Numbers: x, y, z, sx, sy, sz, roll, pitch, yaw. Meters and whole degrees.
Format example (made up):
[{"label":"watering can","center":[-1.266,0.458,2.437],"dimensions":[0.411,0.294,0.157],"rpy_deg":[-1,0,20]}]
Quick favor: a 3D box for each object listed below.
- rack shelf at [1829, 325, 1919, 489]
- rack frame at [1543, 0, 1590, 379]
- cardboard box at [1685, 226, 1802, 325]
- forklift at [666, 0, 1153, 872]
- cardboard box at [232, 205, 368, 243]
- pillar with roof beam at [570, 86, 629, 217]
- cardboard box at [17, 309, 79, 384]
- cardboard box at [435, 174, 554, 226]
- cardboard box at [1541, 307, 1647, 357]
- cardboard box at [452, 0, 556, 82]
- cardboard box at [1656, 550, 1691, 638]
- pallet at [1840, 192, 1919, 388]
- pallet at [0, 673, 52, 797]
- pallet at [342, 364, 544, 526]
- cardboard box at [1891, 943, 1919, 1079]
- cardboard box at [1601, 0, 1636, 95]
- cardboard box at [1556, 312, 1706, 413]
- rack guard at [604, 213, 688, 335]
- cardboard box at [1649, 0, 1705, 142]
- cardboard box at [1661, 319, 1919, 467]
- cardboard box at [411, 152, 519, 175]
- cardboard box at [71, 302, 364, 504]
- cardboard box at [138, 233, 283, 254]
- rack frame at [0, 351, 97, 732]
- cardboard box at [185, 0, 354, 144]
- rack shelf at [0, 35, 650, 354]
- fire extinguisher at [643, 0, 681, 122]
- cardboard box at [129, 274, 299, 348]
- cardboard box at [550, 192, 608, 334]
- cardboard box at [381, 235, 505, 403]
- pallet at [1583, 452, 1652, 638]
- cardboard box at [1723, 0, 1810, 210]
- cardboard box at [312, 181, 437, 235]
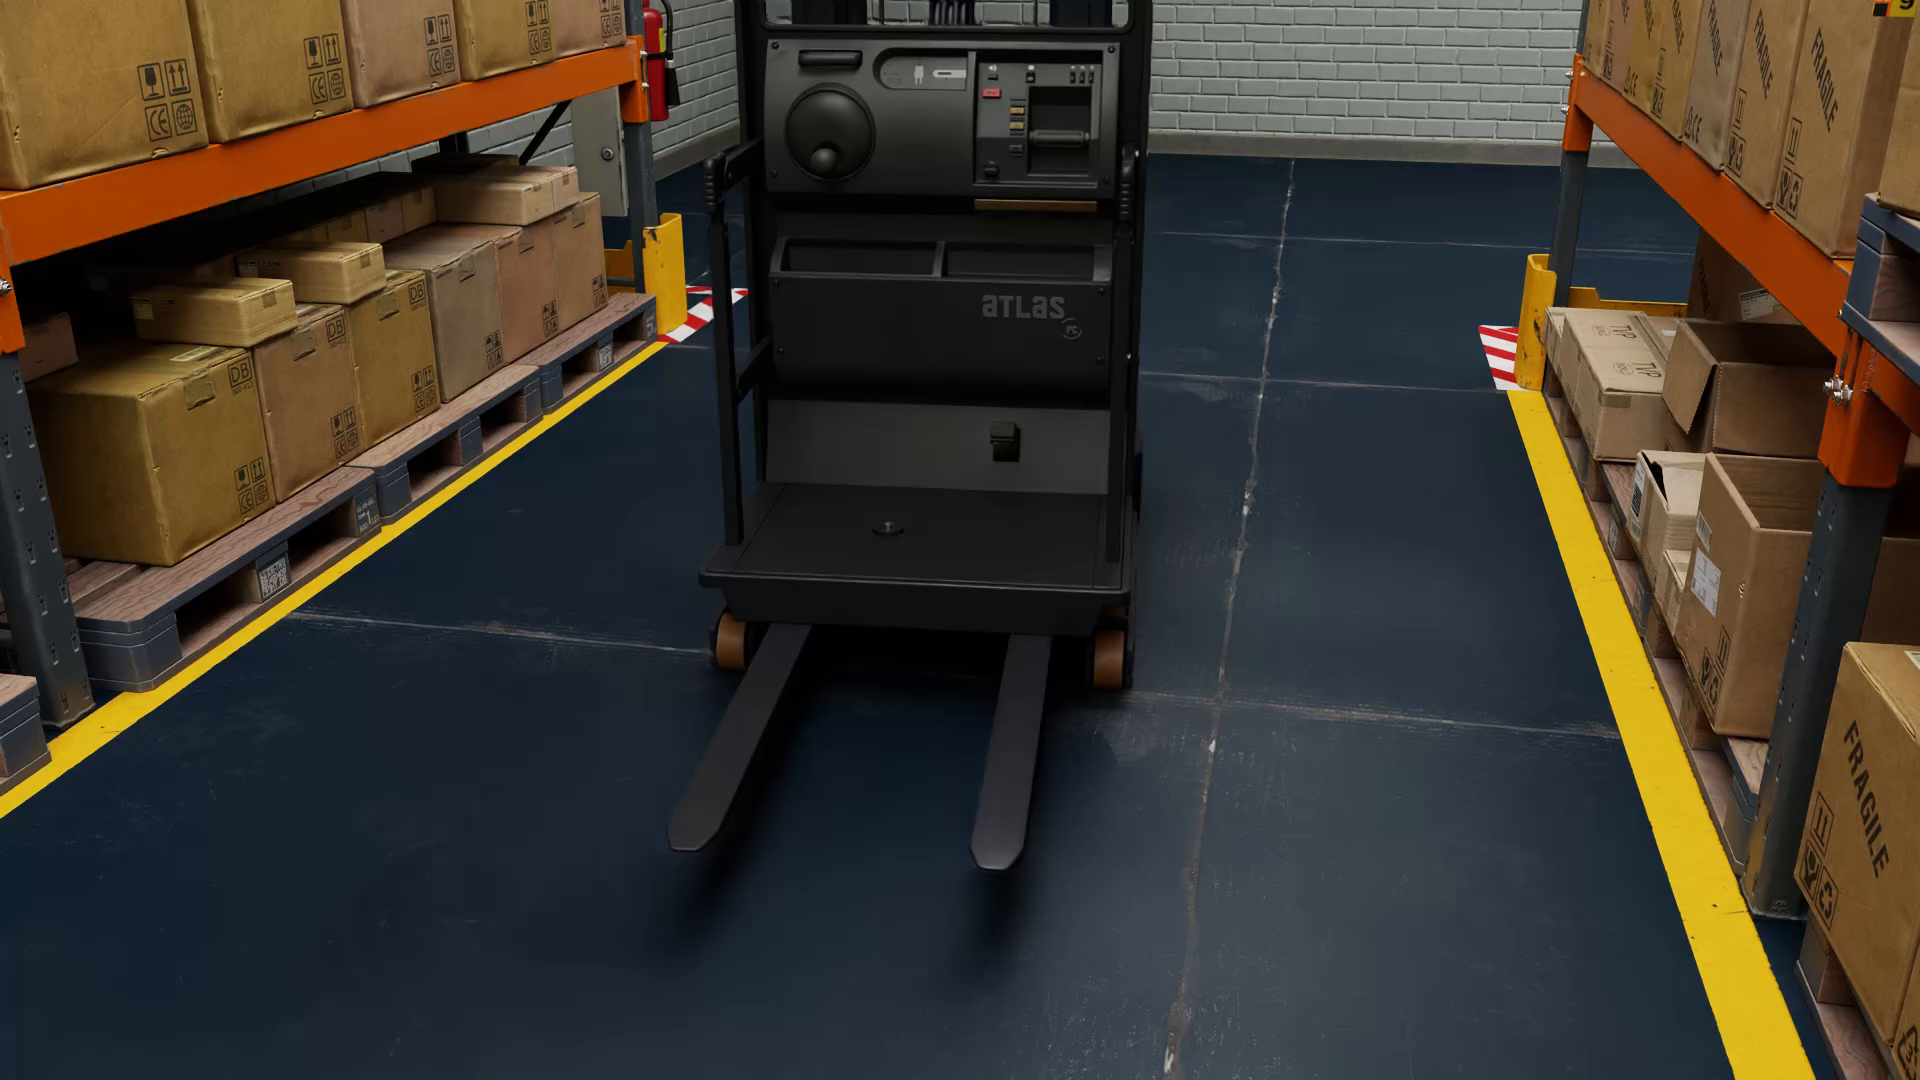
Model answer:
[{"label":"rack shelf","center":[1.721,0.469,1.137],"dimensions":[1.077,0.370,4.000],"rpy_deg":[4,22,11]},{"label":"rack frame","center":[2.945,-2.059,6.451],"dimensions":[1.000,3.000,0.127],"rpy_deg":[4,22,11]},{"label":"cardboard box","center":[3.076,-0.886,6.295],"dimensions":[0.500,0.500,0.500],"rpy_deg":[4,22,11]},{"label":"forklift","center":[-0.072,-1.097,4.153],"dimensions":[1.130,2.935,3.031],"rpy_deg":[2,22,6]},{"label":"cardboard box","center":[-2.377,-1.105,5.997],"dimensions":[0.380,0.149,0.250],"rpy_deg":[5,22,11]},{"label":"pillar with roof beam","center":[2.014,-5.943,8.065],"dimensions":[9.100,9.000,0.400],"rpy_deg":[4,22,11]},{"label":"cardboard box","center":[-2.692,-0.536,4.585],"dimensions":[0.380,0.149,0.250],"rpy_deg":[4,22,11]},{"label":"cardboard box","center":[-1.849,-1.353,6.614],"dimensions":[0.380,0.149,0.250],"rpy_deg":[5,22,12]},{"label":"cardboard box","center":[2.524,-0.814,6.586],"dimensions":[0.380,0.149,0.250],"rpy_deg":[4,22,11]},{"label":"cardboard box","center":[-2.137,-2.120,6.201],"dimensions":[0.980,0.700,0.700],"rpy_deg":[4,22,10]},{"label":"cardboard box","center":[1.986,0.151,4.192],"dimensions":[0.380,0.149,0.250],"rpy_deg":[4,22,11]},{"label":"pallet","center":[1.859,-0.223,2.149],"dimensions":[1.003,0.211,1.213],"rpy_deg":[4,22,11]},{"label":"pallet","center":[-2.805,0.609,3.558],"dimensions":[1.003,0.211,1.213],"rpy_deg":[4,22,11]},{"label":"pallet","center":[-2.242,-0.398,6.060],"dimensions":[1.003,0.211,1.213],"rpy_deg":[4,22,11]},{"label":"cardboard box","center":[1.694,0.714,2.323],"dimensions":[0.500,0.500,0.500],"rpy_deg":[5,22,12]},{"label":"cardboard box","center":[2.497,-1.774,5.609],"dimensions":[0.500,0.500,0.500],"rpy_deg":[4,22,10]},{"label":"cardboard box","center":[2.455,-0.627,5.988],"dimensions":[0.500,0.250,0.500],"rpy_deg":[4,22,11]},{"label":"rack guard","center":[-1.900,-1.284,7.874],"dimensions":[1.175,0.500,0.348],"rpy_deg":[4,22,11]},{"label":"cardboard box","center":[2.288,-1.408,4.701],"dimensions":[0.500,0.500,0.500],"rpy_deg":[5,22,12]},{"label":"cardboard box","center":[2.508,-0.330,4.909],"dimensions":[0.797,0.503,0.637],"rpy_deg":[4,22,11]},{"label":"cardboard box","center":[-2.120,-1.569,7.149],"dimensions":[0.380,0.149,0.250],"rpy_deg":[5,22,11]},{"label":"cardboard box","center":[-2.362,-0.457,5.256],"dimensions":[0.700,0.500,0.500],"rpy_deg":[4,22,10]},{"label":"cardboard box","center":[-2.481,-0.918,5.533],"dimensions":[0.380,0.149,0.250],"rpy_deg":[5,22,11]},{"label":"rack frame","center":[-2.721,-0.972,3.753],"dimensions":[1.000,3.000,0.127],"rpy_deg":[4,22,11]},{"label":"cardboard box","center":[-2.440,-1.575,4.848],"dimensions":[0.980,0.700,0.700],"rpy_deg":[4,22,10]},{"label":"rack shelf","center":[-2.313,-1.370,5.703],"dimensions":[1.077,0.370,4.000],"rpy_deg":[4,22,11]},{"label":"fire extinguisher","center":[-1.422,-2.246,7.519],"dimensions":[0.296,0.674,0.183],"rpy_deg":[4,22,11]},{"label":"cardboard box","center":[-2.219,-0.685,4.956],"dimensions":[0.380,0.149,0.250],"rpy_deg":[5,23,13]},{"label":"cardboard box","center":[-1.950,-1.207,7.119],"dimensions":[0.700,0.500,0.500],"rpy_deg":[4,22,11]},{"label":"cardboard box","center":[-2.154,-0.840,6.208],"dimensions":[0.700,0.500,0.500],"rpy_deg":[4,22,9]},{"label":"pallet","center":[2.517,-0.001,5.074],"dimensions":[1.003,0.211,1.213],"rpy_deg":[4,22,11]},{"label":"cardboard box","center":[2.084,-1.033,3.770],"dimensions":[0.500,0.500,0.500],"rpy_deg":[5,22,12]},{"label":"cardboard box","center":[-2.274,-1.292,6.462],"dimensions":[0.380,0.149,0.250],"rpy_deg":[5,22,11]}]
